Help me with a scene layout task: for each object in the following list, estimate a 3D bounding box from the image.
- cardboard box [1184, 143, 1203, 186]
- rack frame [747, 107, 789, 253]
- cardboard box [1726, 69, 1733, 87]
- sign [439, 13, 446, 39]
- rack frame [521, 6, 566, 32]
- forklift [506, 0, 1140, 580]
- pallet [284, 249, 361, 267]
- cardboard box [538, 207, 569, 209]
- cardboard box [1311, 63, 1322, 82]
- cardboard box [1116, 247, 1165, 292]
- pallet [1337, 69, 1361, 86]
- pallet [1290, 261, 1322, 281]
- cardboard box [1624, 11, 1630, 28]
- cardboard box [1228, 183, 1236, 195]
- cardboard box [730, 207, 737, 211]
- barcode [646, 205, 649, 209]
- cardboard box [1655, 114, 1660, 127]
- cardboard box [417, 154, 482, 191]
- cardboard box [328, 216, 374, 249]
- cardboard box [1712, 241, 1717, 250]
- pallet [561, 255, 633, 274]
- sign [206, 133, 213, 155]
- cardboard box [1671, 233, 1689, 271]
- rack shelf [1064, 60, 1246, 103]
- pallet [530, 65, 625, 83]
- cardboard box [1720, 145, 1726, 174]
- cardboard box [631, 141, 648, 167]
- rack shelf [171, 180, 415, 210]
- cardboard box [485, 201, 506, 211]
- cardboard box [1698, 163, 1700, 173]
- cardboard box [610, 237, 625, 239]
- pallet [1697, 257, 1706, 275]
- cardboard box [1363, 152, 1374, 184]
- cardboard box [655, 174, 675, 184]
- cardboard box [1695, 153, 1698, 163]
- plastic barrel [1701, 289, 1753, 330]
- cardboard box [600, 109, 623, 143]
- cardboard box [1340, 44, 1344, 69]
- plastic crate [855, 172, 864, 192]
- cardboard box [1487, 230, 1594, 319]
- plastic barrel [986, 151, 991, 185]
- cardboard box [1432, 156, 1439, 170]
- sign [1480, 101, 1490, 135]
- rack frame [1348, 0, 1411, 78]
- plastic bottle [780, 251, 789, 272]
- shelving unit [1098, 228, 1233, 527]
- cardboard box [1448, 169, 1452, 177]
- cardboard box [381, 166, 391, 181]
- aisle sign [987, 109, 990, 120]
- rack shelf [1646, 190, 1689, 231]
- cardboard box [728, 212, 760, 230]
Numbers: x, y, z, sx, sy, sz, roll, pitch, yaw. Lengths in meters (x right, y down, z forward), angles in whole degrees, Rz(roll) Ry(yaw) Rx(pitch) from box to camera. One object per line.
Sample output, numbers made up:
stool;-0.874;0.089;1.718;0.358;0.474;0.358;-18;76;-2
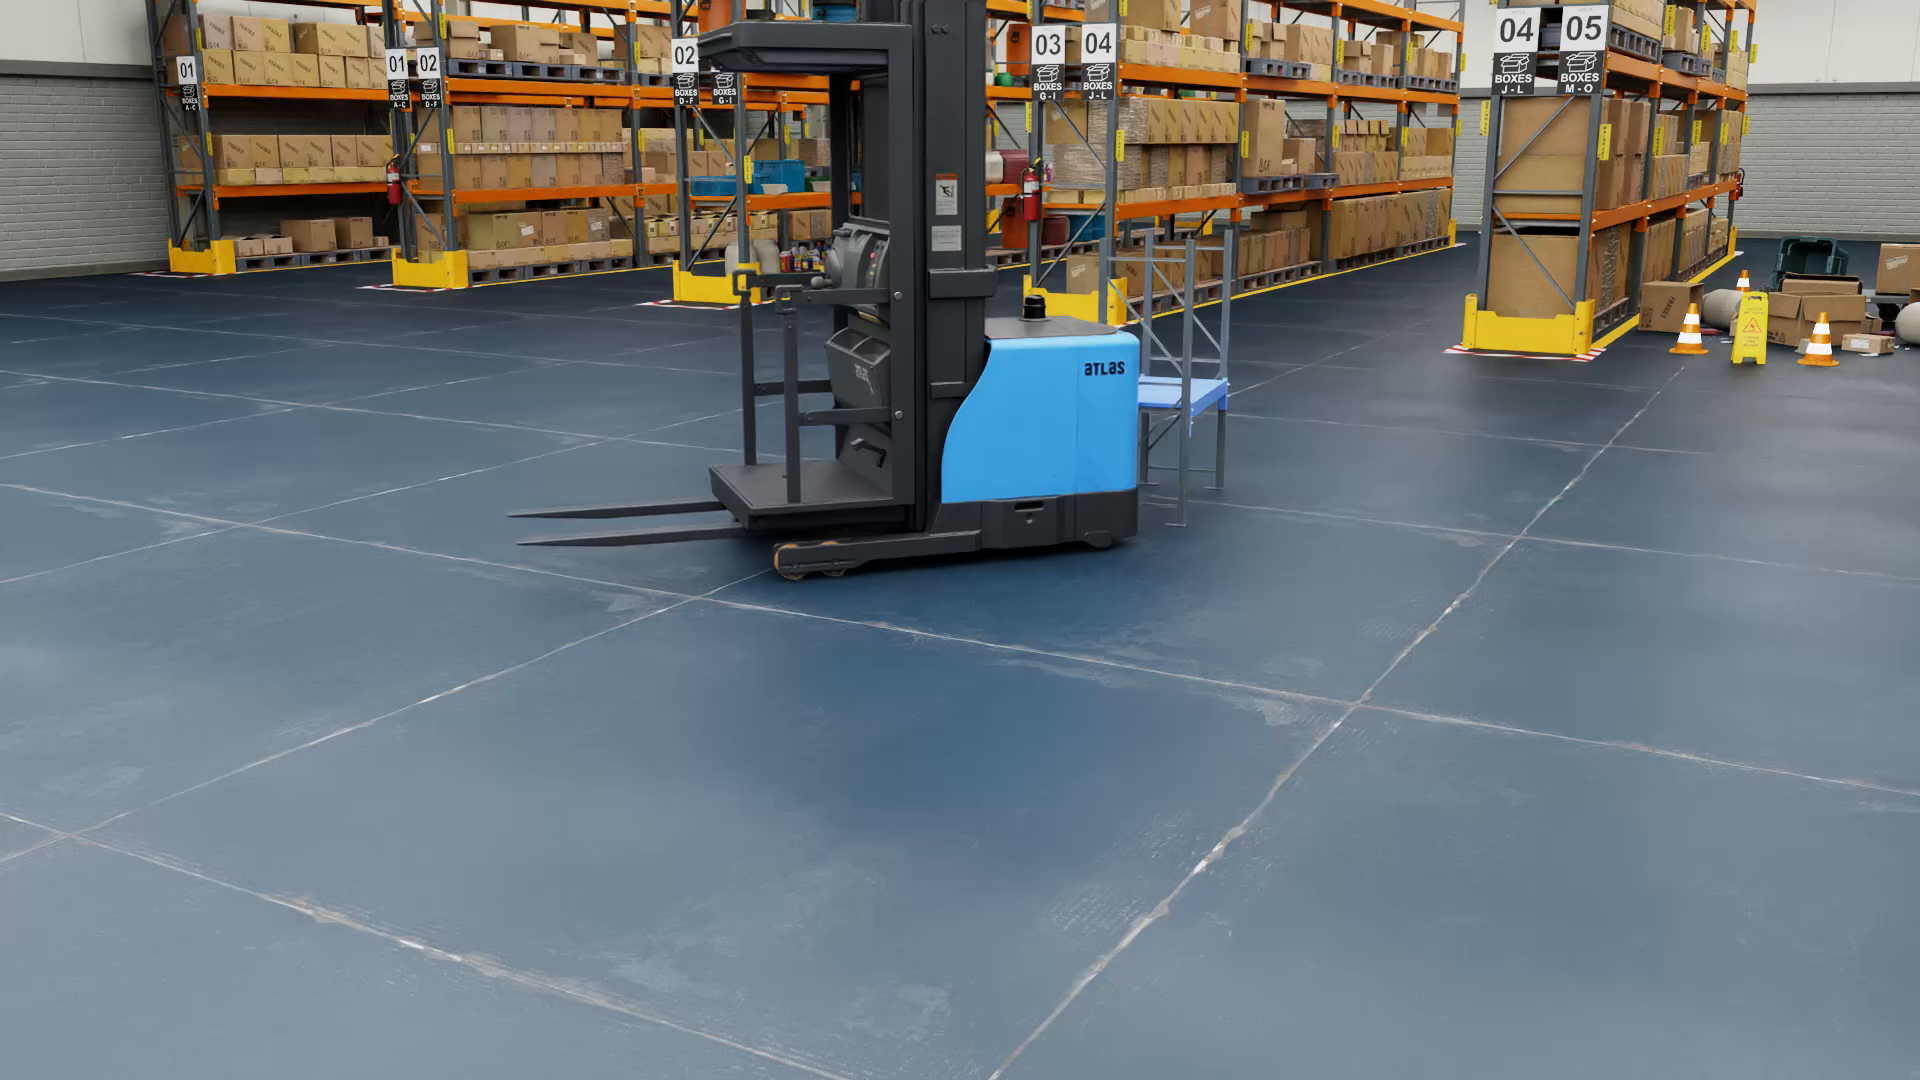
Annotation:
cardboard box;2.489;-4.627;20.479;0.875;0.500;0.500;7;15;28
rack frame;-3.550;-6.676;29.824;1.000;3.000;0.127;7;15;28
cardboard box;11.802;-7.241;26.088;0.500;0.250;0.500;8;16;31
sign;-6.934;-6.892;22.287;0.100;0.325;0.005;7;15;28
rack frame;-7.888;-10.153;31.446;1.000;3.000;0.127;7;15;28
forklift;-0.678;-1.378;7.996;3.031;2.935;1.130;-5;14;-18
pallet;-10.704;-4.667;27.441;1.003;0.211;1.213;7;15;28
cardboard box;-6.216;-4.924;25.928;0.500;0.500;0.500;7;15;28
cardboard box;4.877;-6.709;23.883;0.500;0.250;0.500;7;15;28
cardboard box;2.148;-3.279;20.173;0.500;0.500;0.500;9;16;33
pallet;5.385;-7.057;25.409;1.213;0.211;1.003;8;16;31
pallet;4.741;-4.037;24.828;1.003;0.211;1.213;7;15;28
cardboard box;6.359;-5.107;16.344;0.380;0.149;0.250;8;15;28
cardboard box;3.340;-4.532;21.470;0.380;0.149;0.250;7;15;28
cardboard box;-5.257;-7.290;36.811;0.700;0.500;0.500;7;15;27
barcode;-4.995;-5.326;26.570;0.001;0.075;0.075;7;15;28
cardboard box;8.206;-4.996;20.509;0.700;0.500;0.500;8;15;28
cardboard box;-7.180;-5.177;23.395;0.700;0.500;0.500;7;15;28
cardboard box;-10.288;-5.197;28.084;0.500;0.500;0.500;6;15;24
cardboard box;12.396;-4.918;27.719;0.380;0.149;0.250;7;15;27
pallet;-5.904;-4.341;26.090;1.003;0.211;1.213;7;15;28
sign;-11.280;-5.954;24.984;0.100;0.325;0.005;7;15;28
cardboard box;9.979;-4.075;23.474;0.500;0.500;0.500;7;15;26
rack shelf;2.220;-5.430;19.792;1.077;0.370;4.000;7;15;28
pallet;-5.873;-7.092;25.341;1.003;0.211;1.213;7;15;28
cardboard box;12.040;-6.159;26.833;0.500;0.500;0.500;7;15;28
cardboard box;-6.682;-7.826;33.703;0.500;0.500;0.500;8;16;30
rack shelf;-10.788;-5.656;27.127;1.077;0.370;4.000;7;15;28
cardboard box;-8.765;-6.230;30.769;0.500;0.250;0.500;7;15;28
cardboard box;10.830;-5.555;24.816;0.380;0.149;0.250;7;15;26
cardboard box;-5.537;-4.840;27.182;0.500;0.250;0.500;7;15;27
pallet;10.972;-4.275;25.816;1.003;0.211;1.213;7;15;28
cardboard box;6.329;-5.984;26.741;0.500;0.500;0.500;7;15;28
cardboard box;-4.876;-5.892;27.107;0.380;0.149;0.250;7;15;28
cardboard box;10.571;-5.593;24.339;0.380;0.149;0.250;8;16;30
plastic barrel;8.274;-2.490;17.960;0.421;0.421;0.512;-5;14;-20
cardboard box;-5.692;-6.443;25.876;0.700;0.500;0.500;7;15;28
cardboard box;5.693;-7.584;26.082;0.500;0.500;0.500;8;16;31
plastic crate;-1.446;-4.963;23.037;0.499;0.251;0.616;7;15;28
cardboard box;5.816;-2.646;16.748;0.875;0.875;0.875;7;15;28
plastic barrel;0.271;-5.846;26.146;0.421;0.512;0.421;0;14;0
cardboard box;8.494;-6.928;30.554;0.500;0.250;0.500;7;15;26
sign;5.078;-4.071;16.044;0.100;0.325;0.005;7;15;28
rack frame;7.054;-9.290;27.866;1.000;3.000;0.127;7;15;28
plastic bottle;-2.433;-3.837;22.923;0.152;0.276;0.135;8;15;28
shelving unit;1.135;-0.931;9.197;0.538;1.500;1.048;5;14;19
cardboard box;9.104;-6.961;31.545;0.380;0.149;0.250;8;16;29
cardboard box;-9.785;-6.221;28.214;0.500;0.250;0.500;7;15;28
aisle sign;0.619;-9.560;36.241;0.394;0.787;0.004;7;15;28
rack shelf;8.447;-4.210;21.131;1.077;0.370;4.000;7;15;28
cardboard box;-3.833;-5.573;29.024;0.500;0.311;0.500;7;15;27
